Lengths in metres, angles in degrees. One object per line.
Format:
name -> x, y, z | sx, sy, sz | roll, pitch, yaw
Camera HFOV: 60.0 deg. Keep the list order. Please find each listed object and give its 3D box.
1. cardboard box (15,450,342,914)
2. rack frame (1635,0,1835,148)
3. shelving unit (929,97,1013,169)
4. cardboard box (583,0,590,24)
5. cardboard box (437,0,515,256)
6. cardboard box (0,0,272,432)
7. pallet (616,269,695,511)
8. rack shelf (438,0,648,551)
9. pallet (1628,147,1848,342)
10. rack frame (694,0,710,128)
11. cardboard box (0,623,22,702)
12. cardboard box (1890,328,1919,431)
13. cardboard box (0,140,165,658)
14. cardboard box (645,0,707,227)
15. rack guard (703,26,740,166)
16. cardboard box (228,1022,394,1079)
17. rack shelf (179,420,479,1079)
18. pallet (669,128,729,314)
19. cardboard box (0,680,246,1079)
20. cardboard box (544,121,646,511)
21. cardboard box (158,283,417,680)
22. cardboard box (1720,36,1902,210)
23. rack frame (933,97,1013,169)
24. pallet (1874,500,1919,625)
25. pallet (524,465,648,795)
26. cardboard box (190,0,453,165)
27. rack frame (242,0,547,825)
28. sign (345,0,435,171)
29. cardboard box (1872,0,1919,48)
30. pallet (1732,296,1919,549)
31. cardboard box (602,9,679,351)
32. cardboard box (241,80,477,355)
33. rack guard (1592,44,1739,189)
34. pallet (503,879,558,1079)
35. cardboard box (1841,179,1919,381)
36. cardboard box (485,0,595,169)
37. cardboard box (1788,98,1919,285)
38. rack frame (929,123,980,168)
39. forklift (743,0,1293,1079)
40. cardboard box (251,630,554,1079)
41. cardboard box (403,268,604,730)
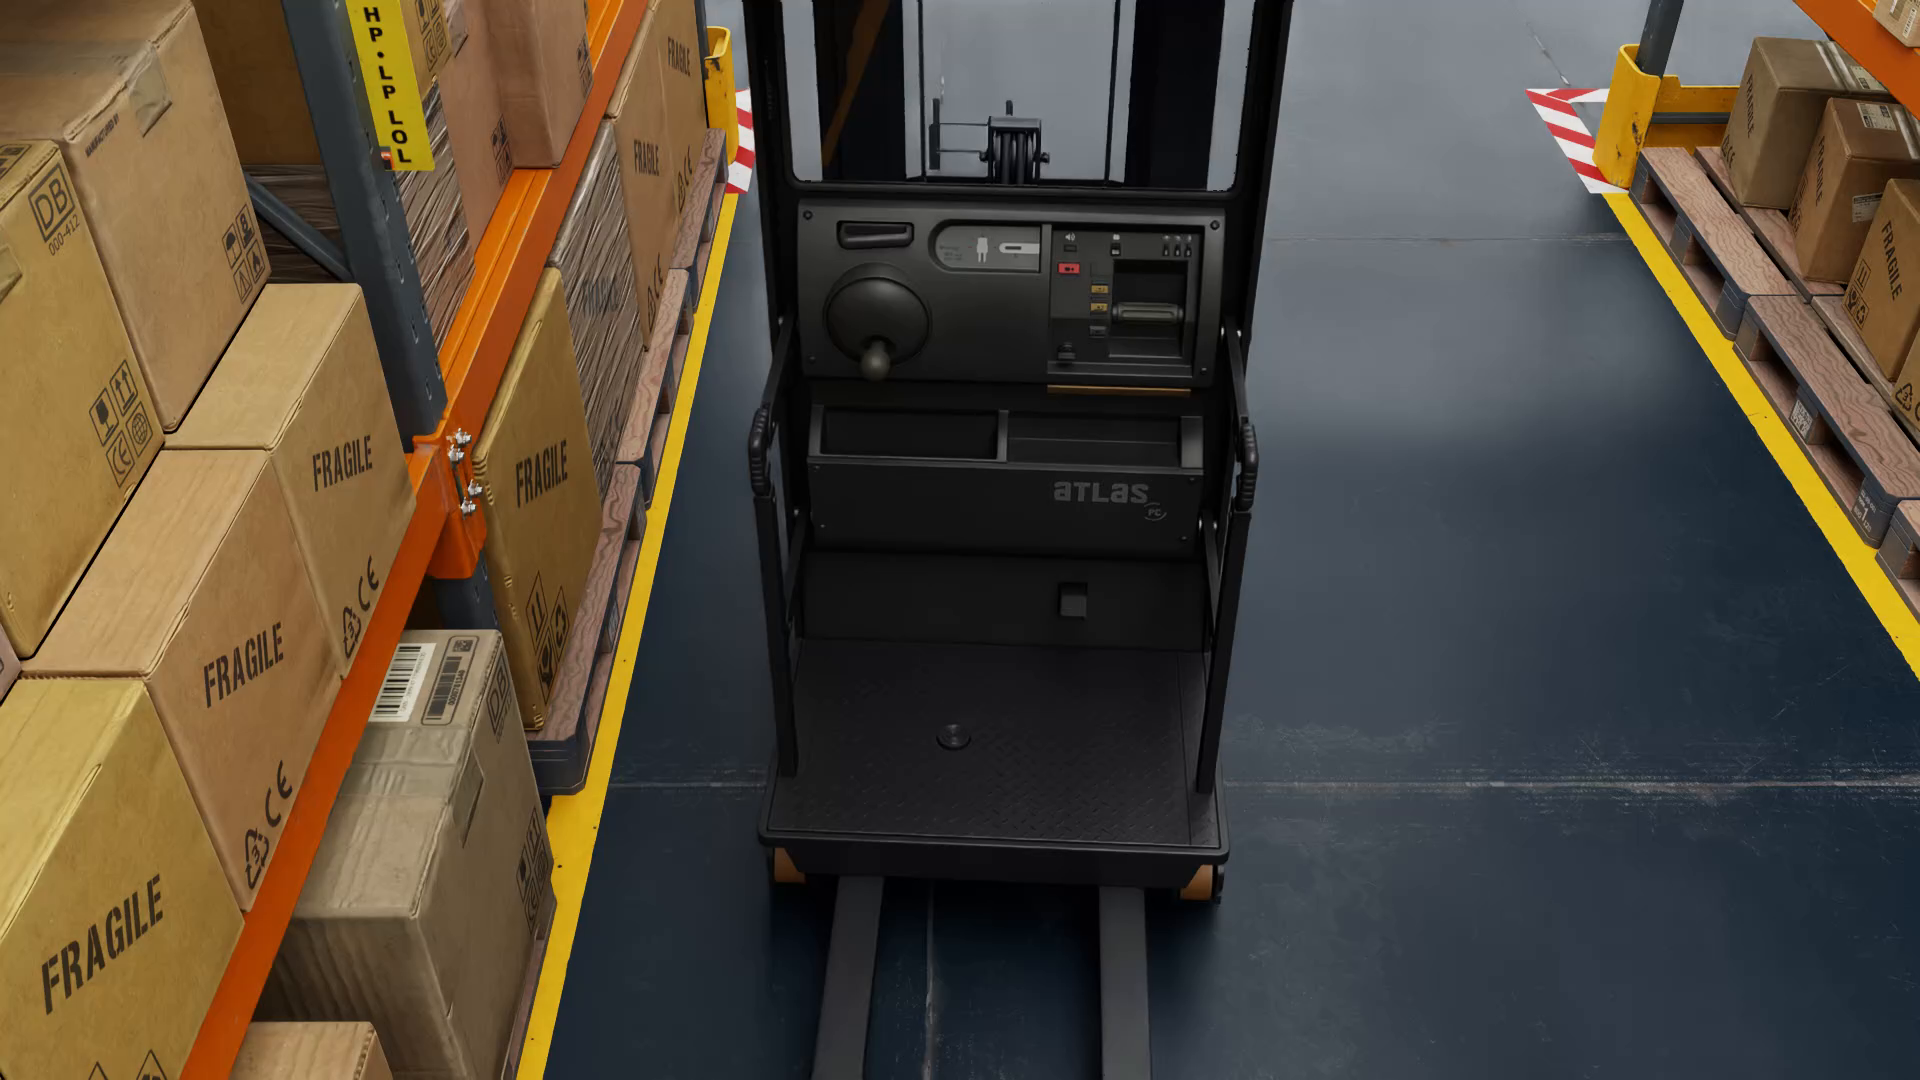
cardboard box -> -1.307, 0.211, 2.508 | 0.500, 0.500, 0.500 | 0, 39, -1
rack frame -> 3.380, -2.834, 6.388 | 1.000, 3.000, 0.127 | 0, 39, 0
shelving unit -> 0.034, -0.800, 5.289 | 0.258, 1.200, 0.189 | 2, 39, 2
cardboard box -> -1.595, -1.695, 4.846 | 0.875, 0.550, 0.500 | 0, 39, 0
cardboard box -> -1.611, -1.025, 4.011 | 0.875, 0.550, 0.550 | 0, 39, 0
cardboard box -> -1.569, -0.511, 2.609 | 0.700, 0.500, 0.500 | -1, 39, -1
pallet -> -1.502, -0.544, 5.761 | 1.003, 0.211, 1.213 | 0, 39, 0
rack shelf -> -1.578, -1.362, 5.126 | 1.077, 0.370, 4.000 | 0, 39, 0
pallet -> 3.346, -1.190, 6.566 | 1.003, 0.211, 1.213 | 0, 39, 0
rack frame -> -1.580, -2.894, 6.462 | 1.000, 3.000, 0.127 | 0, 39, 0
cardboard box -> -1.566, 0.127, 1.814 | 0.700, 0.500, 0.500 | 0, 39, 0
cardboard box -> 3.337, -0.518, 5.160 | 0.500, 0.500, 0.500 | -3, 39, -4
cardboard box -> -1.566, -0.189, 2.208 | 0.700, 0.500, 0.500 | -1, 39, -1
cardboard box -> -1.513, -1.804, 6.466 | 0.875, 0.875, 0.875 | 0, 39, 0
rack guard -> -1.580, -1.933, 7.263 | 1.175, 0.500, 0.348 | 0, 39, 0
cardboard box -> -1.487, 1.313, 2.676 | 1.050, 0.750, 0.750 | 0, 39, 0
rack shelf -> -1.573, 1.139, 2.005 | 1.077, 0.370, 4.000 | 0, 39, 0
pallet -> -1.501, -1.305, 6.710 | 1.003, 0.211, 1.213 | 0, 39, 0
cardboard box -> -1.306, 0.527, 2.114 | 0.500, 0.500, 0.500 | 0, 39, 0
cardboard box -> -1.511, -0.684, 5.068 | 0.875, 0.875, 0.875 | 0, 39, 0
cardboard box -> -1.307, -0.105, 2.903 | 0.500, 0.500, 0.500 | 0, 39, 0
cardboard box -> 3.364, -1.632, 6.551 | 0.500, 0.500, 0.500 | 7, 39, 8
rack frame -> 0.039, -0.857, 5.360 | 0.240, 1.200, 0.006 | 2, 39, 2
pallet -> 3.349, 0.336, 4.662 | 1.003, 0.211, 1.213 | 0, 39, 0
pallet -> -1.498, 0.220, 4.806 | 1.003, 0.211, 1.213 | 0, 39, 0
cardboard box -> -1.541, -1.103, 3.244 | 0.875, 0.550, 0.550 | 0, 39, 0
rack frame -> -1.575, -0.392, 3.341 | 1.000, 3.000, 0.127 | 0, 39, 0
sign -> -1.033, -0.820, 3.012 | 0.100, 0.325, 0.005 | 0, 39, 0
cardboard box -> 3.047, -1.619, 5.073 | 0.380, 0.149, 0.250 | 0, 39, 0
pallet -> 3.344, -0.429, 5.617 | 1.003, 0.211, 1.213 | 0, 39, 0
cardboard box -> -1.510, -1.254, 5.780 | 0.875, 0.875, 0.875 | -1, 39, -1
cardboard box -> -1.588, -0.681, 3.582 | 0.875, 0.550, 0.550 | 0, 39, 0
rack guard -> 3.380, -1.811, 7.110 | 1.175, 0.500, 0.348 | 0, 39, 0
pallet -> -1.499, 1.178, 3.611 | 1.003, 0.211, 1.213 | 0, 39, 0
cardboard box -> 3.381, -0.867, 5.596 | 0.500, 0.500, 0.500 | 3, 39, 4
cardboard box -> -1.494, -1.363, 4.432 | 0.875, 0.550, 0.550 | 0, 39, 0
cardboard box -> 3.399, -1.258, 6.084 | 0.500, 0.500, 0.500 | 10, 40, 12
rack frame -> 0.030, -0.743, 5.218 | 0.240, 1.200, 0.006 | 2, 39, 2
forklift -> 0.098, -0.463, 3.483 | 1.130, 2.935, 3.031 | 2, 39, 2
cardboard box -> -1.485, 0.710, 3.429 | 1.050, 0.750, 0.750 | 0, 39, 0
cardboard box -> -1.506, -0.120, 4.365 | 0.875, 0.875, 0.875 | 1, 39, 1
